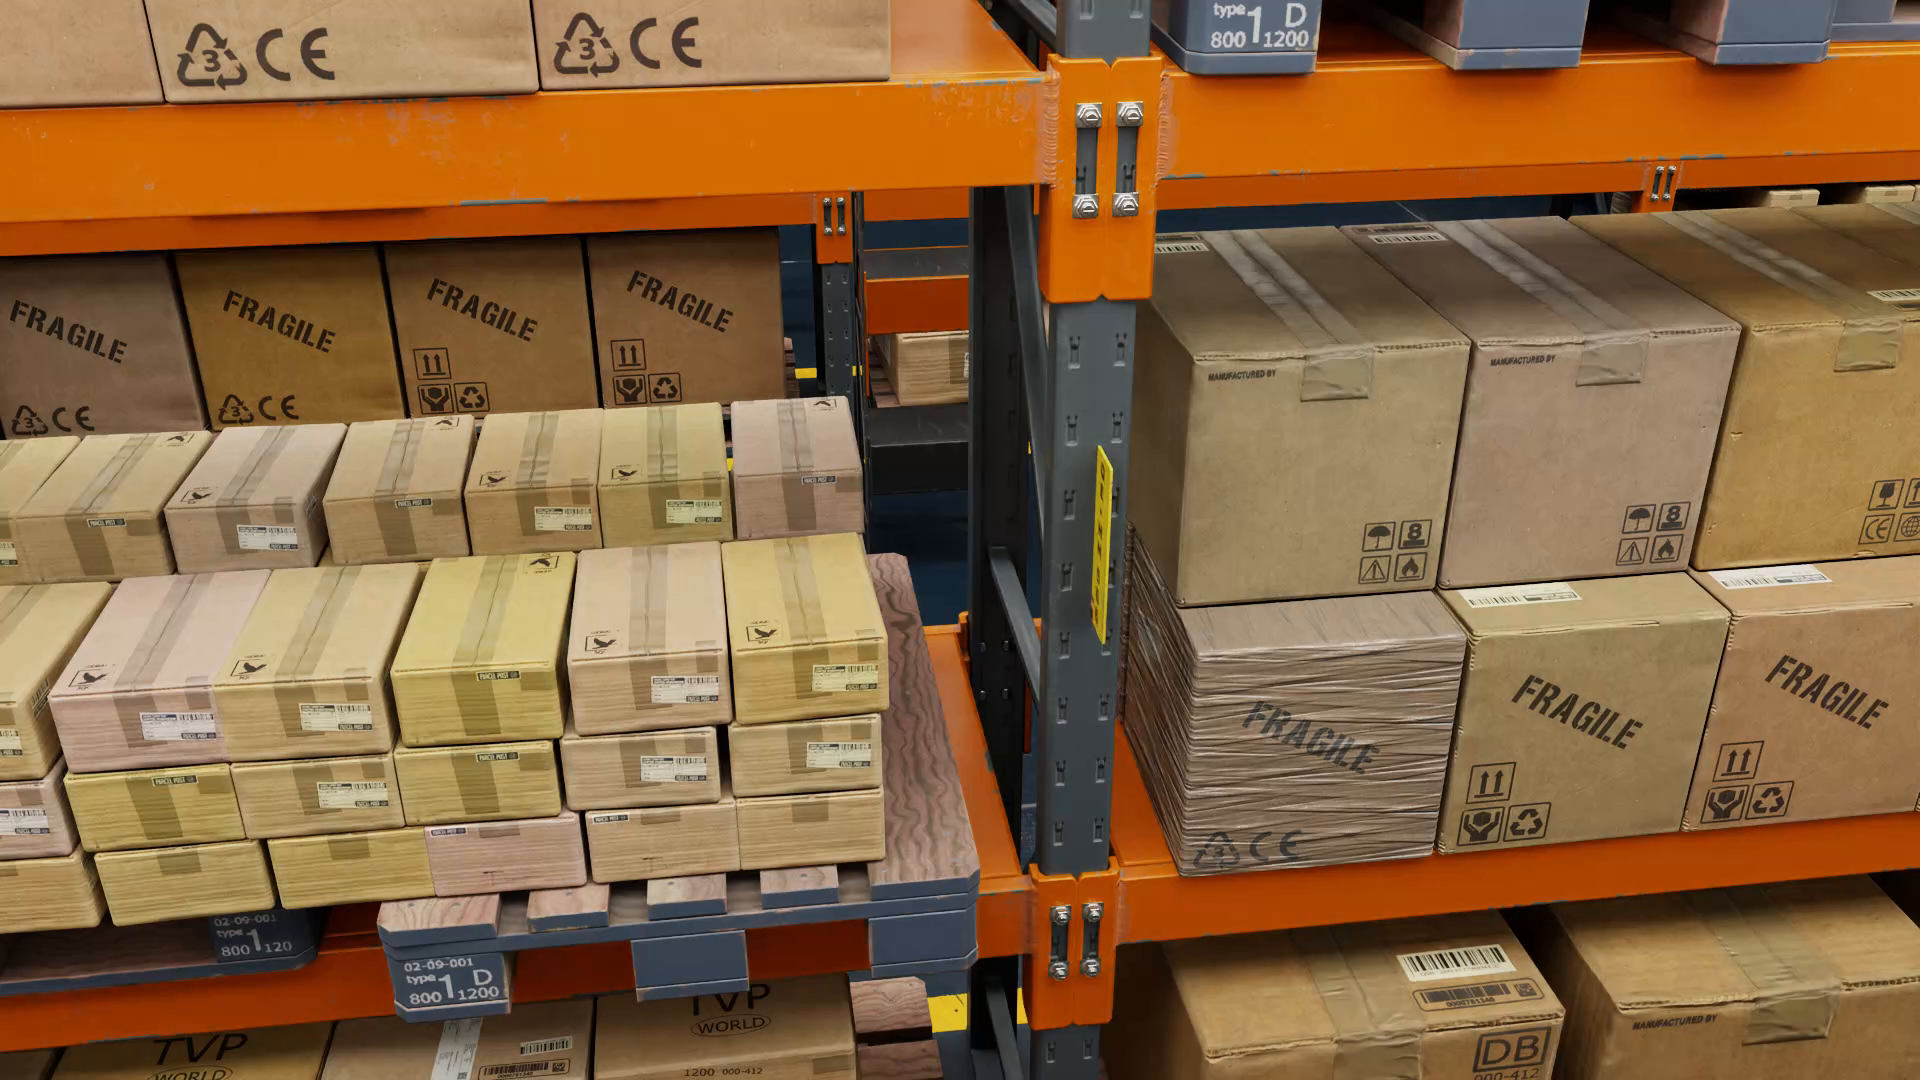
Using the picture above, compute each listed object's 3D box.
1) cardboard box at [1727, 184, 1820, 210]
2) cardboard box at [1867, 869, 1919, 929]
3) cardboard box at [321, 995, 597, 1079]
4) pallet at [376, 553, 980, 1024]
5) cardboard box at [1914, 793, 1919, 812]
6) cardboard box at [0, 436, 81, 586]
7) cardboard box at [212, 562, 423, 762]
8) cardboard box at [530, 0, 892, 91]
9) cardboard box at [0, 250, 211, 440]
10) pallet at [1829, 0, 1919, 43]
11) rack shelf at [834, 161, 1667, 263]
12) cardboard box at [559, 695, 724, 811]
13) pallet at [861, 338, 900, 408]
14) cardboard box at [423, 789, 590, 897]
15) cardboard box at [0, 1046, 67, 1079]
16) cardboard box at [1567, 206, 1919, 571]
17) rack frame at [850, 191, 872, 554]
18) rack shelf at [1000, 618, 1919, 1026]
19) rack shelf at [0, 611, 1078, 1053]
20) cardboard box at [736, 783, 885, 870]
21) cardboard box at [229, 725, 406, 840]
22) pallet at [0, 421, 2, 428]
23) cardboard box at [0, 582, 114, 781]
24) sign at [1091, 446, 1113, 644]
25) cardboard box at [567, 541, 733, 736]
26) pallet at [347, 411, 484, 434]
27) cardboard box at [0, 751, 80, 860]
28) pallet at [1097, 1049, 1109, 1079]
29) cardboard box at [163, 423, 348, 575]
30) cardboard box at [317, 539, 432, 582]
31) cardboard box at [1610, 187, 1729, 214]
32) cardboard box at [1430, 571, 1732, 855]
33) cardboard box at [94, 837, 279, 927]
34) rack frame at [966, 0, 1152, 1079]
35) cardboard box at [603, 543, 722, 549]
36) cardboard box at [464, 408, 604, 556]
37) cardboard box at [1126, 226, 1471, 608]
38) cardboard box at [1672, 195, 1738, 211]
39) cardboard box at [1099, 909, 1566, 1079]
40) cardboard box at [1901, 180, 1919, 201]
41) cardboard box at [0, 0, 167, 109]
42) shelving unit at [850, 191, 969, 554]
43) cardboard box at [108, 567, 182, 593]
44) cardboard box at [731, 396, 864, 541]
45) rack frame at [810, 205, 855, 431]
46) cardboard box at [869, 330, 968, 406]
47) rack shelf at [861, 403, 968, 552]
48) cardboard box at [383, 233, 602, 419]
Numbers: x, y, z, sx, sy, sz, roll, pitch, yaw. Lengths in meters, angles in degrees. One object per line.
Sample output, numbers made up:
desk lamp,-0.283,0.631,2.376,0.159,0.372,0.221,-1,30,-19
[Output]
cardboard box,4.075,-1.723,8.342,0.250,0.149,0.380,-3,27,-6
cardboard box,2.552,0.944,4.128,0.750,0.750,1.050,-4,27,-7
cardboard box,-0.990,1.036,3.402,0.500,0.250,0.500,-3,27,-6
pallet,-0.541,0.424,3.348,1.003,0.211,1.213,-4,27,-7
cardboard box,2.128,0.198,3.469,0.500,0.500,0.500,-4,27,-8
cardboard box,-1.884,-0.054,3.234,0.250,0.149,0.380,-4,27,-8
cardboard box,-1.044,0.194,2.750,0.250,0.149,0.380,-3,27,-6
cardboard box,-0.381,-0.983,2.485,0.500,0.500,0.500,-4,27,-7
cardboard box,-3.998,-1.049,7.876,0.875,0.875,0.875,-3,27,-6
pallet,1.887,-1.143,3.113,1.213,0.211,1.003,-2,27,-5
rack shelf,1.340,-1.793,8.248,4.000,0.370,1.077,-4,27,-7
cardboard box,-0.540,0.293,2.883,0.250,0.149,0.380,-3,27,-5
pallet,0.134,-0.795,8.568,1.213,0.211,1.003,-4,27,-7
cardboard box,-0.776,0.441,2.921,0.250,0.149,0.380,-3,27,-6
cardboard box,-2.010,1.098,3.281,0.500,0.250,0.500,-3,27,-5
cardboard box,1.604,-0.335,3.412,0.500,0.500,0.700,-4,27,-8
rack frame,-0.406,-0.908,6.720,0.015,2.100,0.400,-4,27,-7
rack shelf,2.130,0.438,3.899,4.000,0.370,1.077,-4,27,-7
rack shelf,-1.831,0.692,3.403,4.000,0.370,1.077,-4,27,-7
cardboard box,-0.275,0.409,2.982,0.250,0.149,0.380,-3,27,-6
cardboard box,-1.048,0.326,2.818,0.250,0.149,0.380,-4,27,-7
pallet,-5.365,-0.478,7.951,1.213,0.211,1.003,-4,27,-7
cardboard box,-1.553,0.225,2.689,0.250,0.149,0.380,-2,27,-5
sign,0.234,0.010,2.764,0.005,0.325,0.100,-4,27,-7
cardboard box,-0.521,0.159,2.819,0.250,0.149,0.380,-4,27,-8
pallet,-2.637,-0.653,8.292,1.213,0.211,1.003,-4,27,-7
cardboard box,-1.553,0.358,2.756,0.250,0.149,0.380,-3,27,-6
pallet,0.941,1.470,4.155,1.213,0.211,1.003,-4,27,-7
cardboard box,-1.374,-0.086,3.296,0.250,0.149,0.380,-2,27,-5
cardboard box,-1.139,0.030,3.394,0.250,0.149,0.380,-4,27,-7
cardboard box,3.869,-1.697,9.002,0.500,0.500,0.500,-4,27,-8
cardboard box,1.135,0.260,3.347,0.500,0.500,0.500,-4,27,-8
cardboard box,-1.289,0.473,2.858,0.250,0.149,0.380,-5,28,-9
rack frame,0.149,0.245,3.487,0.127,3.000,1.000,-4,27,-7
cardboard box,-0.626,-0.004,3.462,0.250,0.149,0.380,-2,27,-5
cardboard box,-0.844,-0.121,3.364,0.250,0.149,0.380,-4,27,-7
cardboard box,0.595,-0.268,3.283,0.500,0.500,0.700,-4,27,-7
cardboard box,3.943,-1.453,8.527,0.500,0.500,0.500,-2,27,-5
cardboard box,0.765,1.061,3.901,0.750,0.750,1.050,-4,27,-8
cardboard box,4.850,-1.775,8.443,0.250,0.149,0.380,-2,27,-4
cardboard box,-1.370,-0.915,2.353,0.500,0.500,0.500,-4,27,-7
shelving unit,-0.164,-0.924,6.750,0.503,2.100,0.431,-4,27,-7
cardboard box,-1.632,0.060,3.336,0.250,0.149,0.380,-4,27,-8
cardboard box,-0.340,-0.153,3.425,0.250,0.149,0.380,-4,27,-7
rack frame,-0.640,-1.986,7.835,0.127,3.000,1.000,-4,27,-7
cardboard box,-0.079,-1.035,8.401,0.625,0.372,0.950,-5,28,-11
rack shelf,-0.164,-0.289,7.076,0.480,0.518,0.431,-4,27,-7
cardboard box,-2.220,-1.167,8.105,0.875,0.875,0.875,-3,27,-6
